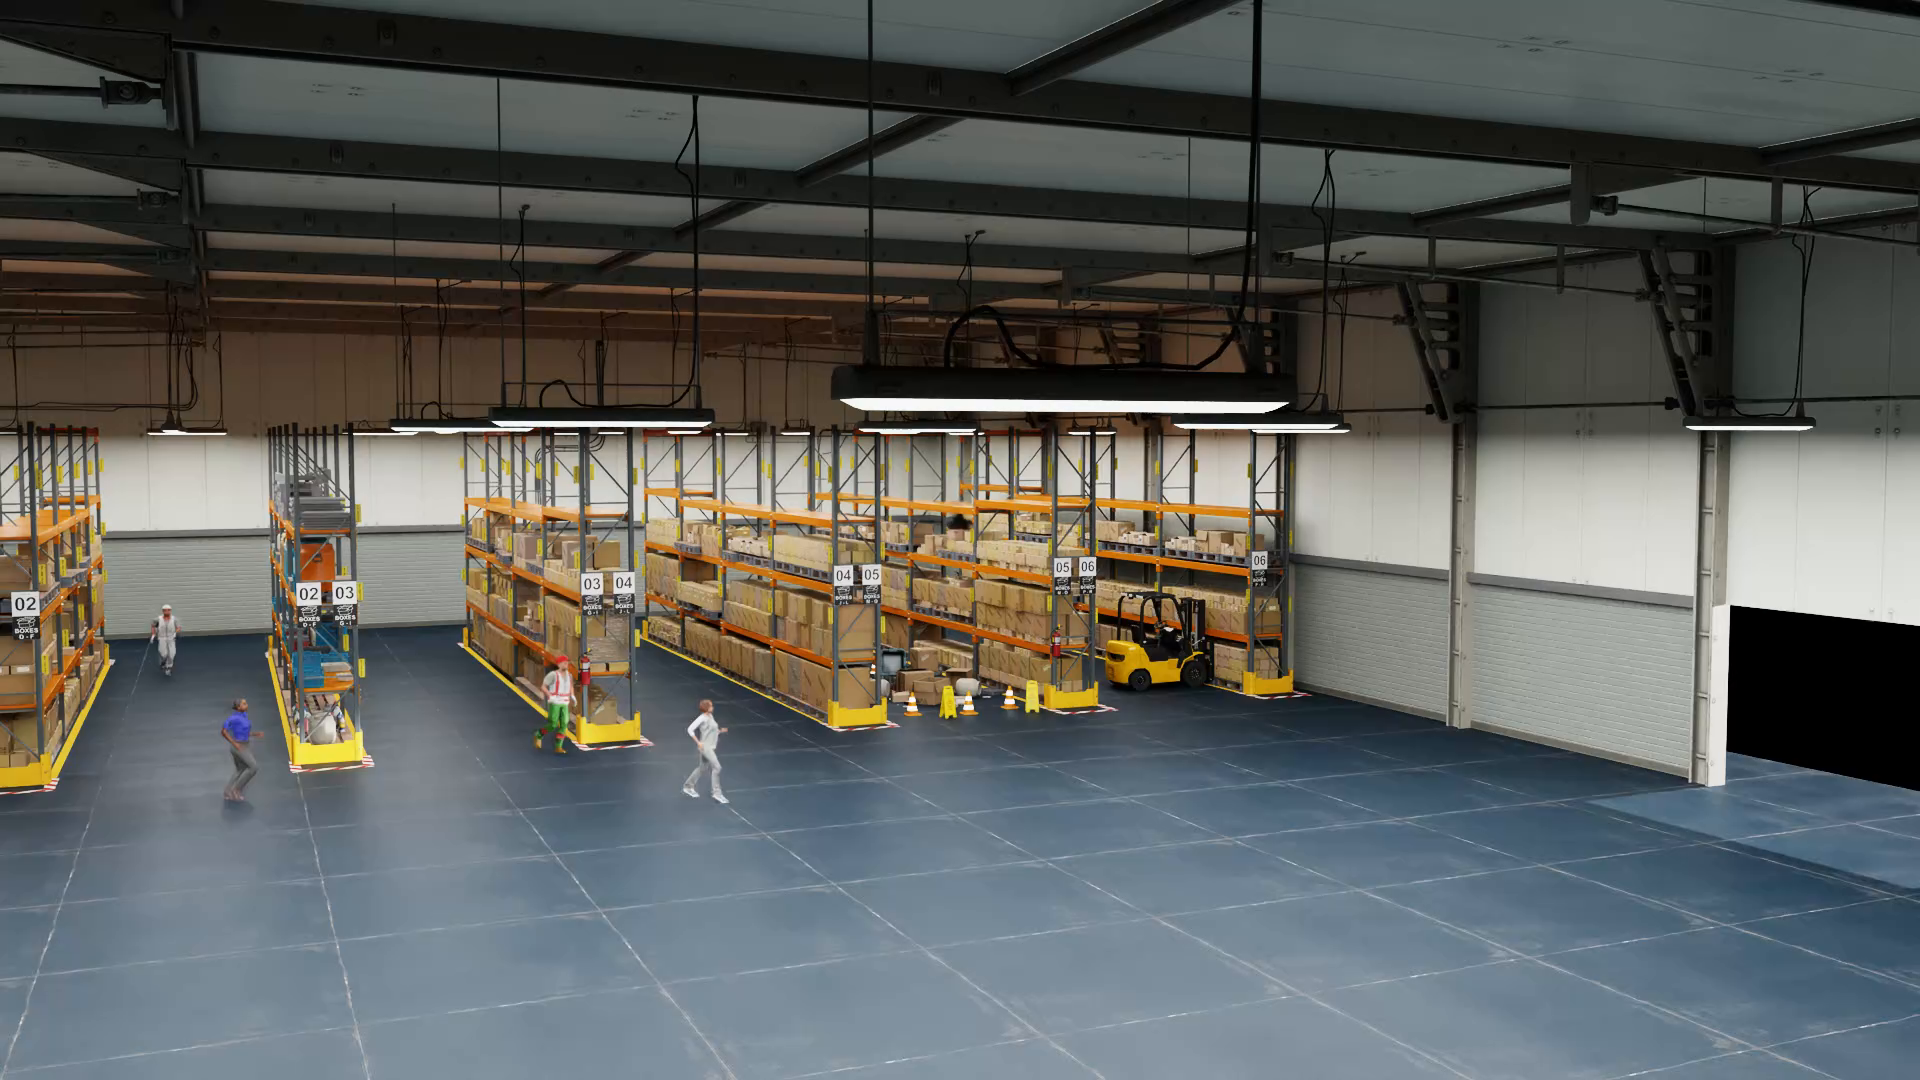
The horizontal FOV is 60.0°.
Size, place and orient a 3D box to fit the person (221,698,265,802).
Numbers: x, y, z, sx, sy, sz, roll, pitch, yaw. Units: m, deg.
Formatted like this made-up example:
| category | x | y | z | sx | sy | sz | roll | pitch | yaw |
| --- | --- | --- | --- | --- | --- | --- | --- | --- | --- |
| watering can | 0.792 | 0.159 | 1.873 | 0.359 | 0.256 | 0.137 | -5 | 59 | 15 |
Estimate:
| category | x | y | z | sx | sy | sz | roll | pitch | yaw |
| --- | --- | --- | --- | --- | --- | --- | --- | --- | --- |
| person | -11.306 | 3.303 | 26.215 | 0.648 | 1.640 | 0.549 | -1 | 4 | -9 |

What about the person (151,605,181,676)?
| category | x | y | z | sx | sy | sz | roll | pitch | yaw |
| --- | --- | --- | --- | --- | --- | --- | --- | --- | --- |
| person | -18.982 | 2.412 | 39.773 | 0.662 | 1.736 | 0.674 | -2 | 4 | -31 |

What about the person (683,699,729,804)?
| category | x | y | z | sx | sy | sz | roll | pitch | yaw |
| --- | --- | --- | --- | --- | --- | --- | --- | --- | --- |
| person | -4.002 | 3.311 | 26.130 | 0.759 | 1.632 | 0.516 | 0 | 3 | 4 |

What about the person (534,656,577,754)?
| category | x | y | z | sx | sy | sz | roll | pitch | yaw |
| --- | --- | --- | --- | --- | --- | --- | --- | --- | --- |
| person | -7.333 | 2.988 | 30.434 | 0.783 | 1.746 | 0.722 | 3 | 4 | 38 |
